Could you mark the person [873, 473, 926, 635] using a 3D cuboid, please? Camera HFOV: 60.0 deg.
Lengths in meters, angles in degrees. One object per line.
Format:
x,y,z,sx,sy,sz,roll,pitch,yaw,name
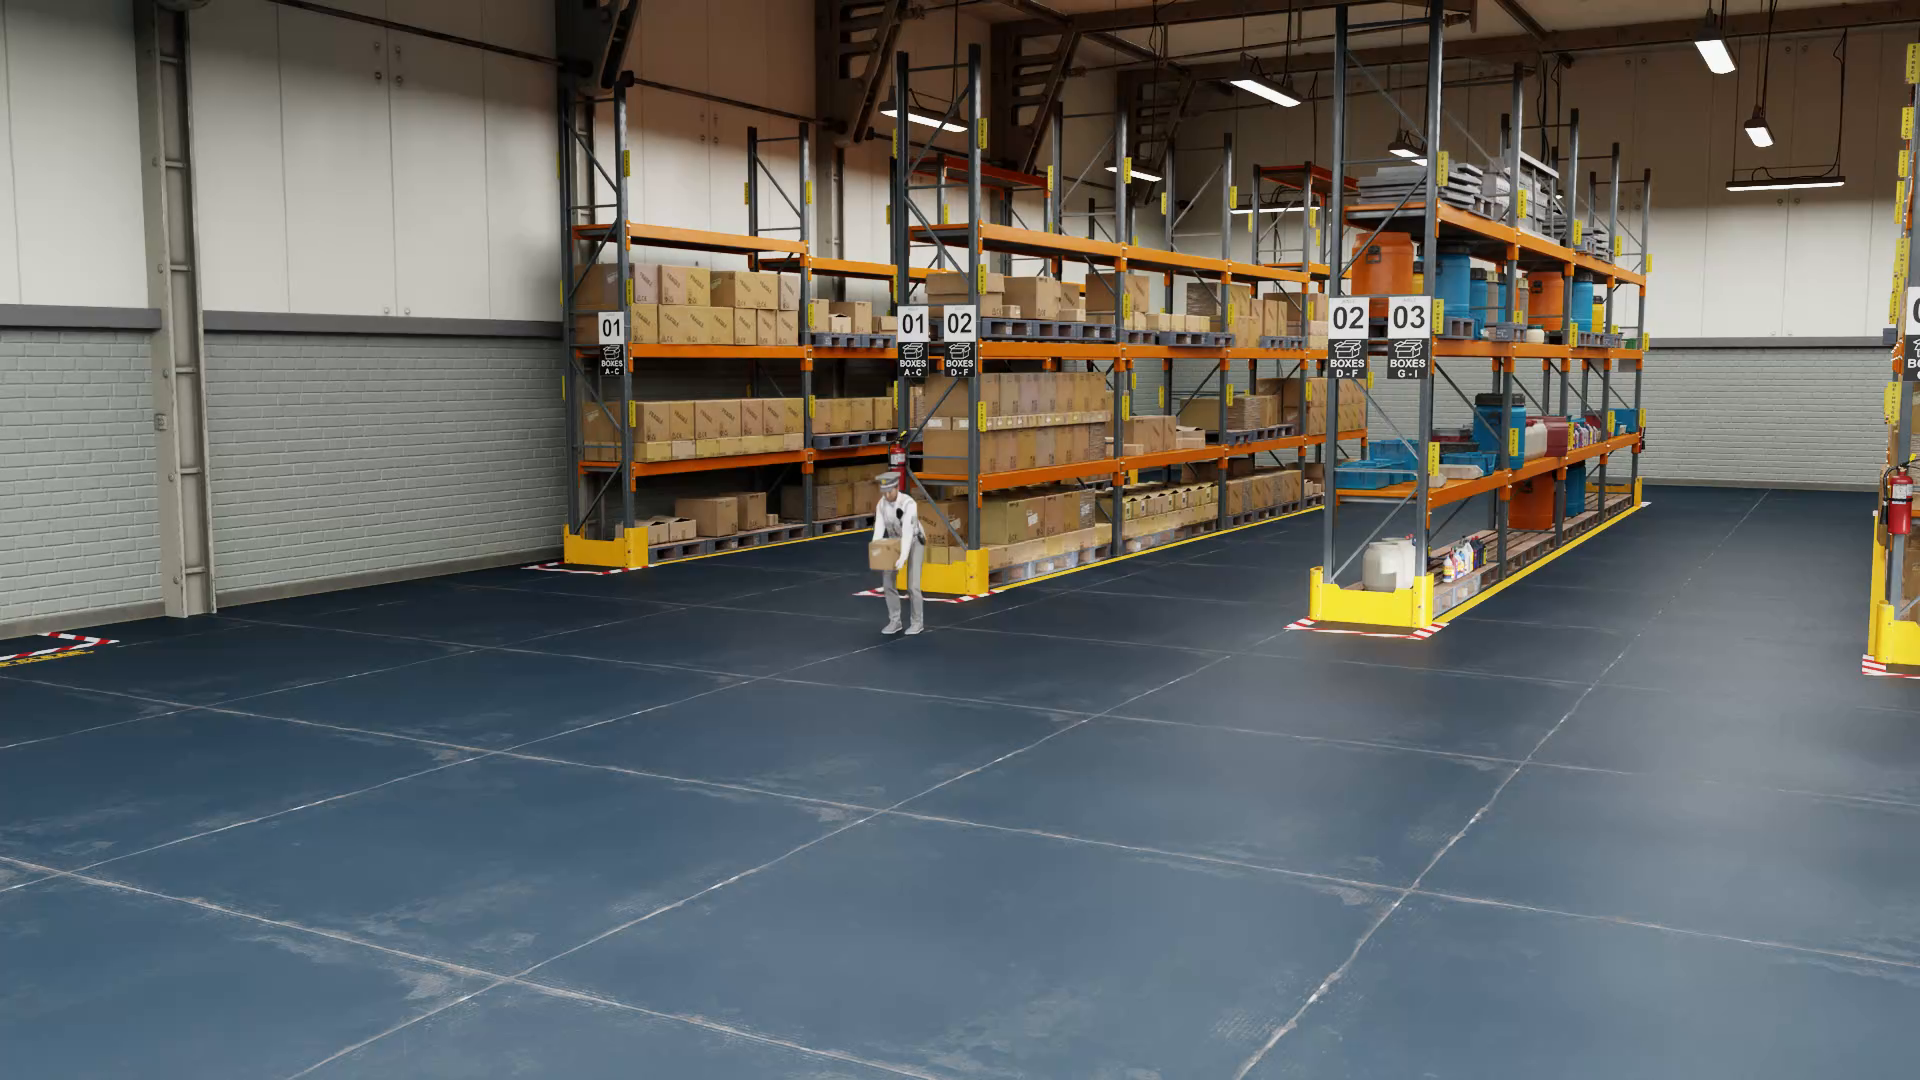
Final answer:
-0.576,0.133,15.732,0.410,1.541,0.648,3,7,27,person
